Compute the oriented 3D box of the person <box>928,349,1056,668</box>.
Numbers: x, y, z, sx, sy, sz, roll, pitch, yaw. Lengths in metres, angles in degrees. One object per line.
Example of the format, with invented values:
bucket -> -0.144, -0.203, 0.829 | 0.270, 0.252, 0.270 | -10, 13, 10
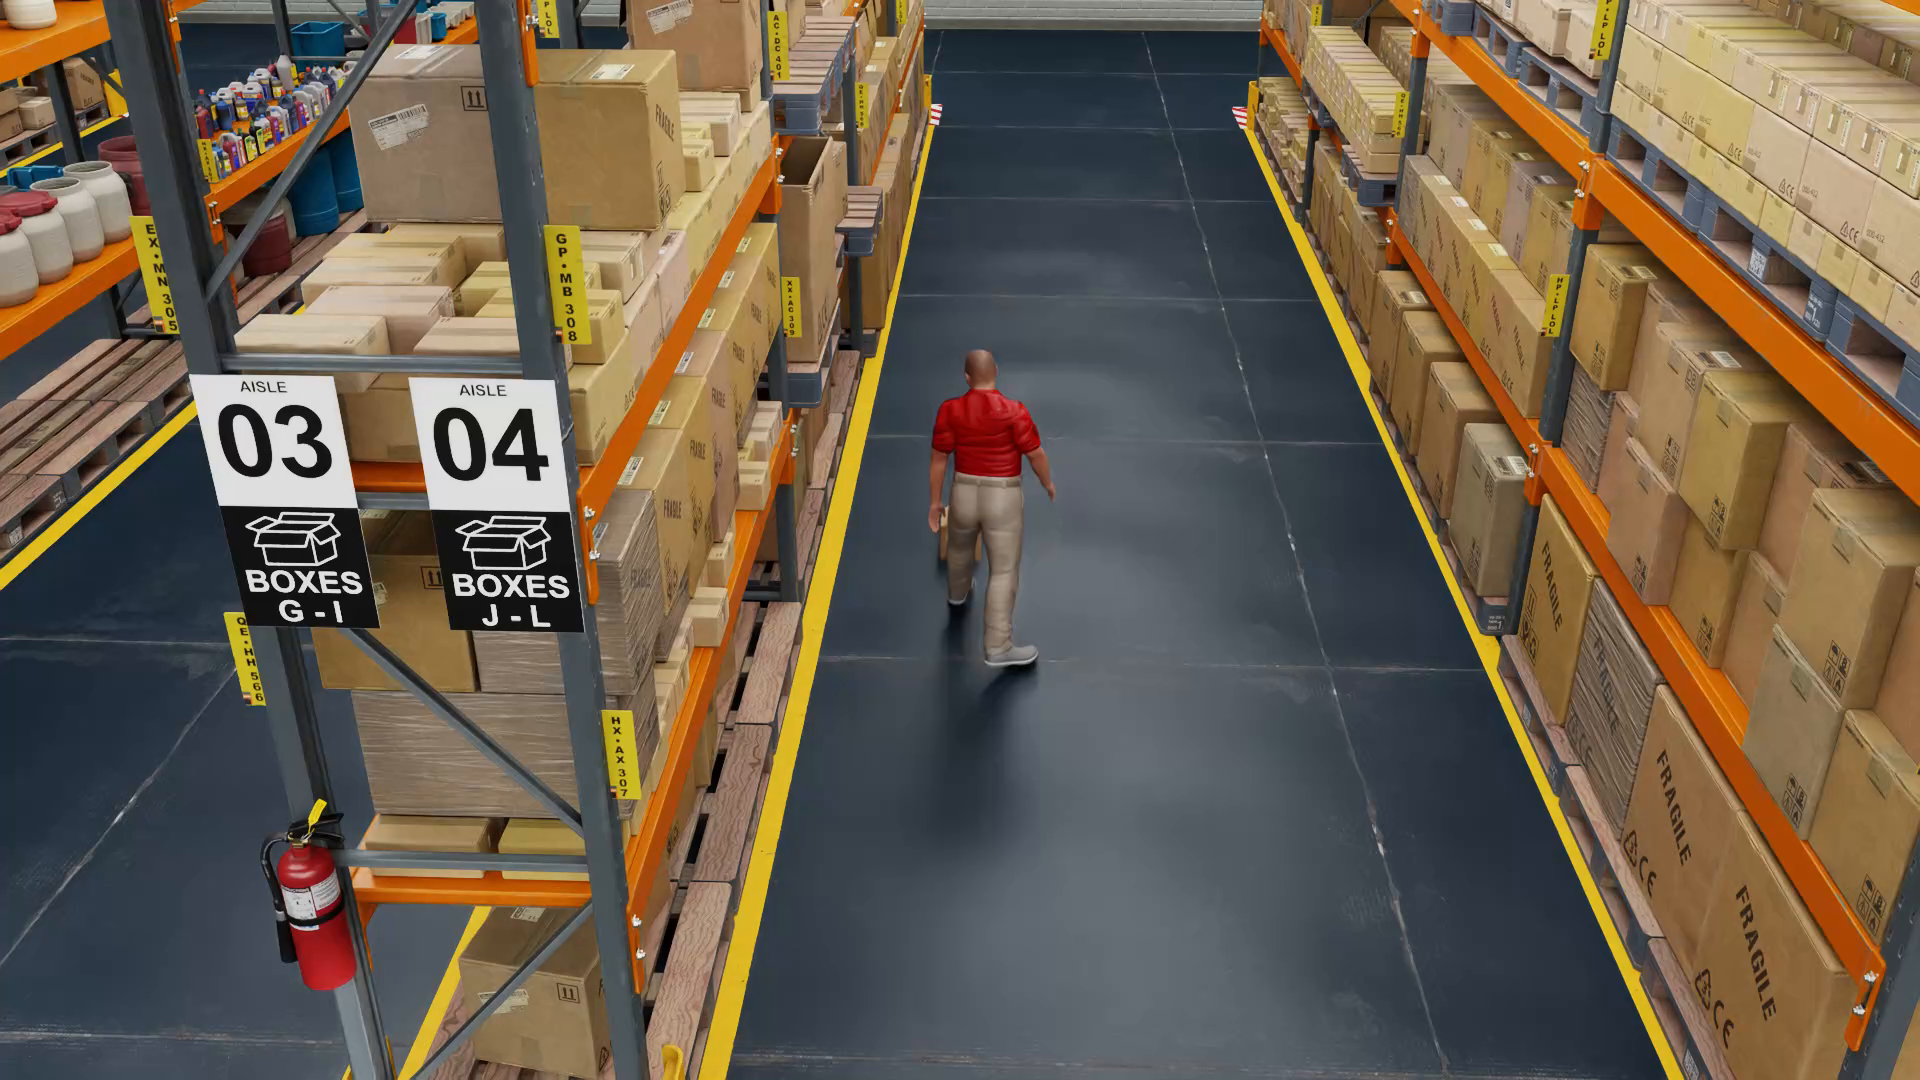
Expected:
person -> 0.169, -0.243, 9.099 | 0.728, 1.666, 0.948 | 9, 29, 17
